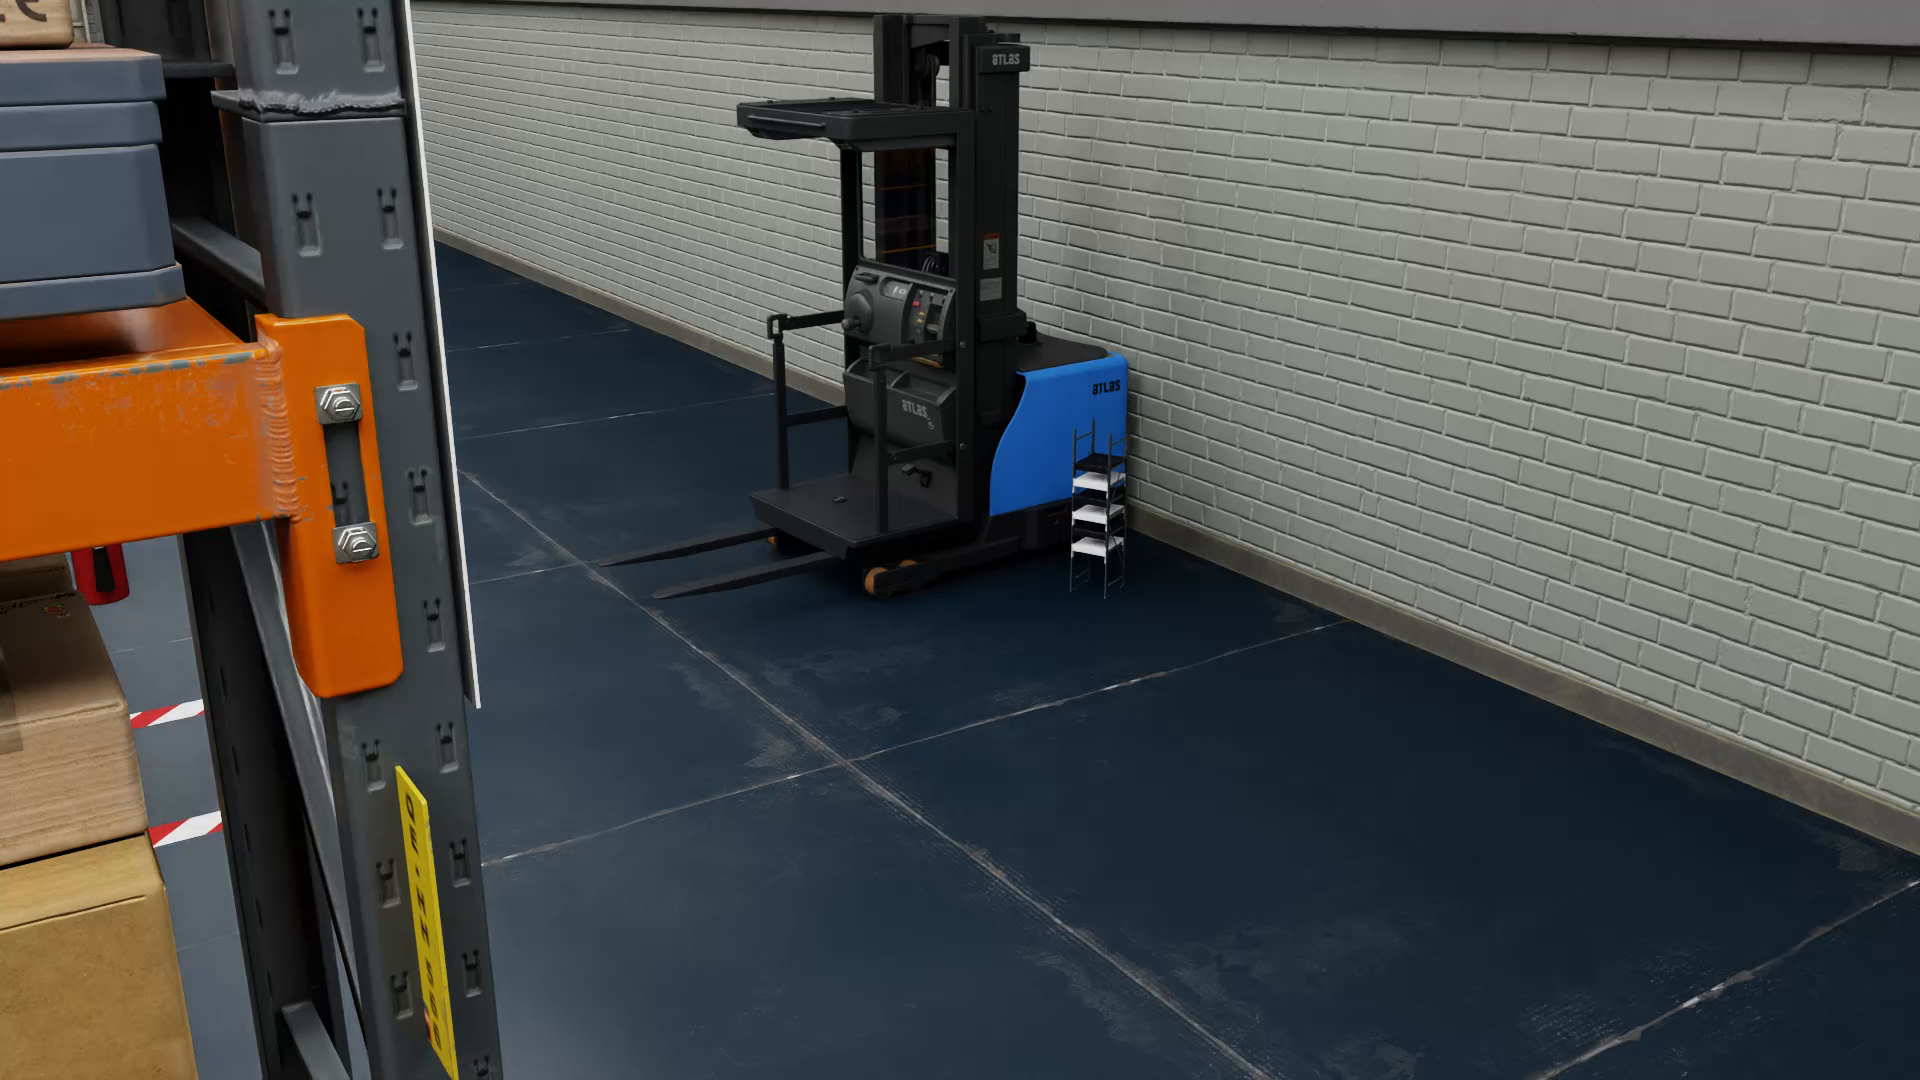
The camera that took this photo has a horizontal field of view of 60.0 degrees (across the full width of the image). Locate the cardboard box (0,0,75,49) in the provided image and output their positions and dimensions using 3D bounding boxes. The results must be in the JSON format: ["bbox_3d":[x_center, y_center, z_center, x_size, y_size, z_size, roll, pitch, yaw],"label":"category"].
[{"bbox_3d":[-1.162,-0.584,1.526,0.500,0.250,0.500,-14,23,-36],"label":"cardboard box"}]

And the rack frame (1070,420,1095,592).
[{"bbox_3d":[0.654,-0.180,8.871,0.006,0.900,0.240,11,21,29],"label":"rack frame"}]

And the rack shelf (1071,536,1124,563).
[{"bbox_3d":[0.741,0.039,8.891,0.200,0.077,0.258,11,21,29],"label":"rack shelf"}]

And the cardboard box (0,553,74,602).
[{"bbox_3d":[-1.285,0.069,2.125,0.250,0.149,0.380,-11,22,-30],"label":"cardboard box"}]

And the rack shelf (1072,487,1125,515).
[{"bbox_3d":[0.741,-0.217,8.804,0.200,0.077,0.258,11,21,29],"label":"rack shelf"}]

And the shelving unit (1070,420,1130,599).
[{"bbox_3d":[0.741,-0.163,8.822,0.210,0.900,0.258,11,21,29],"label":"shelving unit"}]

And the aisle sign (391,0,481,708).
[{"bbox_3d":[-0.605,-0.252,1.747,0.004,0.787,0.394,-12,22,-31],"label":"aisle sign"}]

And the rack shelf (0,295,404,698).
[{"bbox_3d":[-2.506,0.181,0.964,4.000,0.370,1.077,-12,22,-31],"label":"rack shelf"}]

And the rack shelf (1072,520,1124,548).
[{"bbox_3d":[0.741,-0.046,8.862,0.200,0.077,0.258,11,21,29],"label":"rack shelf"}]

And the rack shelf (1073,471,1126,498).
[{"bbox_3d":[0.741,-0.302,8.775,0.200,0.077,0.258,11,21,29],"label":"rack shelf"}]

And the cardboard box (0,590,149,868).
[{"bbox_3d":[-1.026,0.198,1.746,0.250,0.149,0.380,-12,22,-31],"label":"cardboard box"}]

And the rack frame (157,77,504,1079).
[{"bbox_3d":[-0.836,0.909,2.371,0.127,3.000,1.000,-12,22,-31],"label":"rack frame"}]

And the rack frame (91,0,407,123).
[{"bbox_3d":[-0.836,-1.933,1.411,0.127,3.000,1.000,-12,22,-31],"label":"rack frame"}]

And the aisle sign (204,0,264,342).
[{"bbox_3d":[-0.935,-0.412,2.222,0.004,0.787,0.394,-12,22,-31],"label":"aisle sign"}]

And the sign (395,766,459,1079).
[{"bbox_3d":[-0.549,0.396,1.712,0.005,0.325,0.100,-12,22,-31],"label":"sign"}]

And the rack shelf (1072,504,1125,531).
[{"bbox_3d":[0.741,-0.132,8.833,0.200,0.077,0.258,11,21,29],"label":"rack shelf"}]

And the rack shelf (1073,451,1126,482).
[{"bbox_3d":[0.741,-0.387,8.747,0.200,0.077,0.258,11,21,29],"label":"rack shelf"}]

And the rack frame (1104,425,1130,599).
[{"bbox_3d":[0.829,-0.147,8.773,0.006,0.900,0.240,11,21,29],"label":"rack frame"}]

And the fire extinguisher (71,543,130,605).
[{"bbox_3d":[-3.179,-0.105,6.073,0.183,0.674,0.296,-12,22,-31],"label":"fire extinguisher"}]

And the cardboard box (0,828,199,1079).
[{"bbox_3d":[-1.108,0.537,1.756,0.500,0.500,0.500,-11,22,-30],"label":"cardboard box"}]

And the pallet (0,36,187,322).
[{"bbox_3d":[-1.450,-0.336,1.510,1.213,0.211,1.003,-12,22,-31],"label":"pallet"}]

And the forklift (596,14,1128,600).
[{"bbox_3d":[-0.498,-1.267,8.916,3.031,2.935,1.130,-14,23,-35],"label":"forklift"}]

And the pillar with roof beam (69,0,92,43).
[{"bbox_3d":[-10.312,-8.114,19.693,0.400,9.000,9.100,-12,22,-31],"label":"pillar with roof beam"}]
